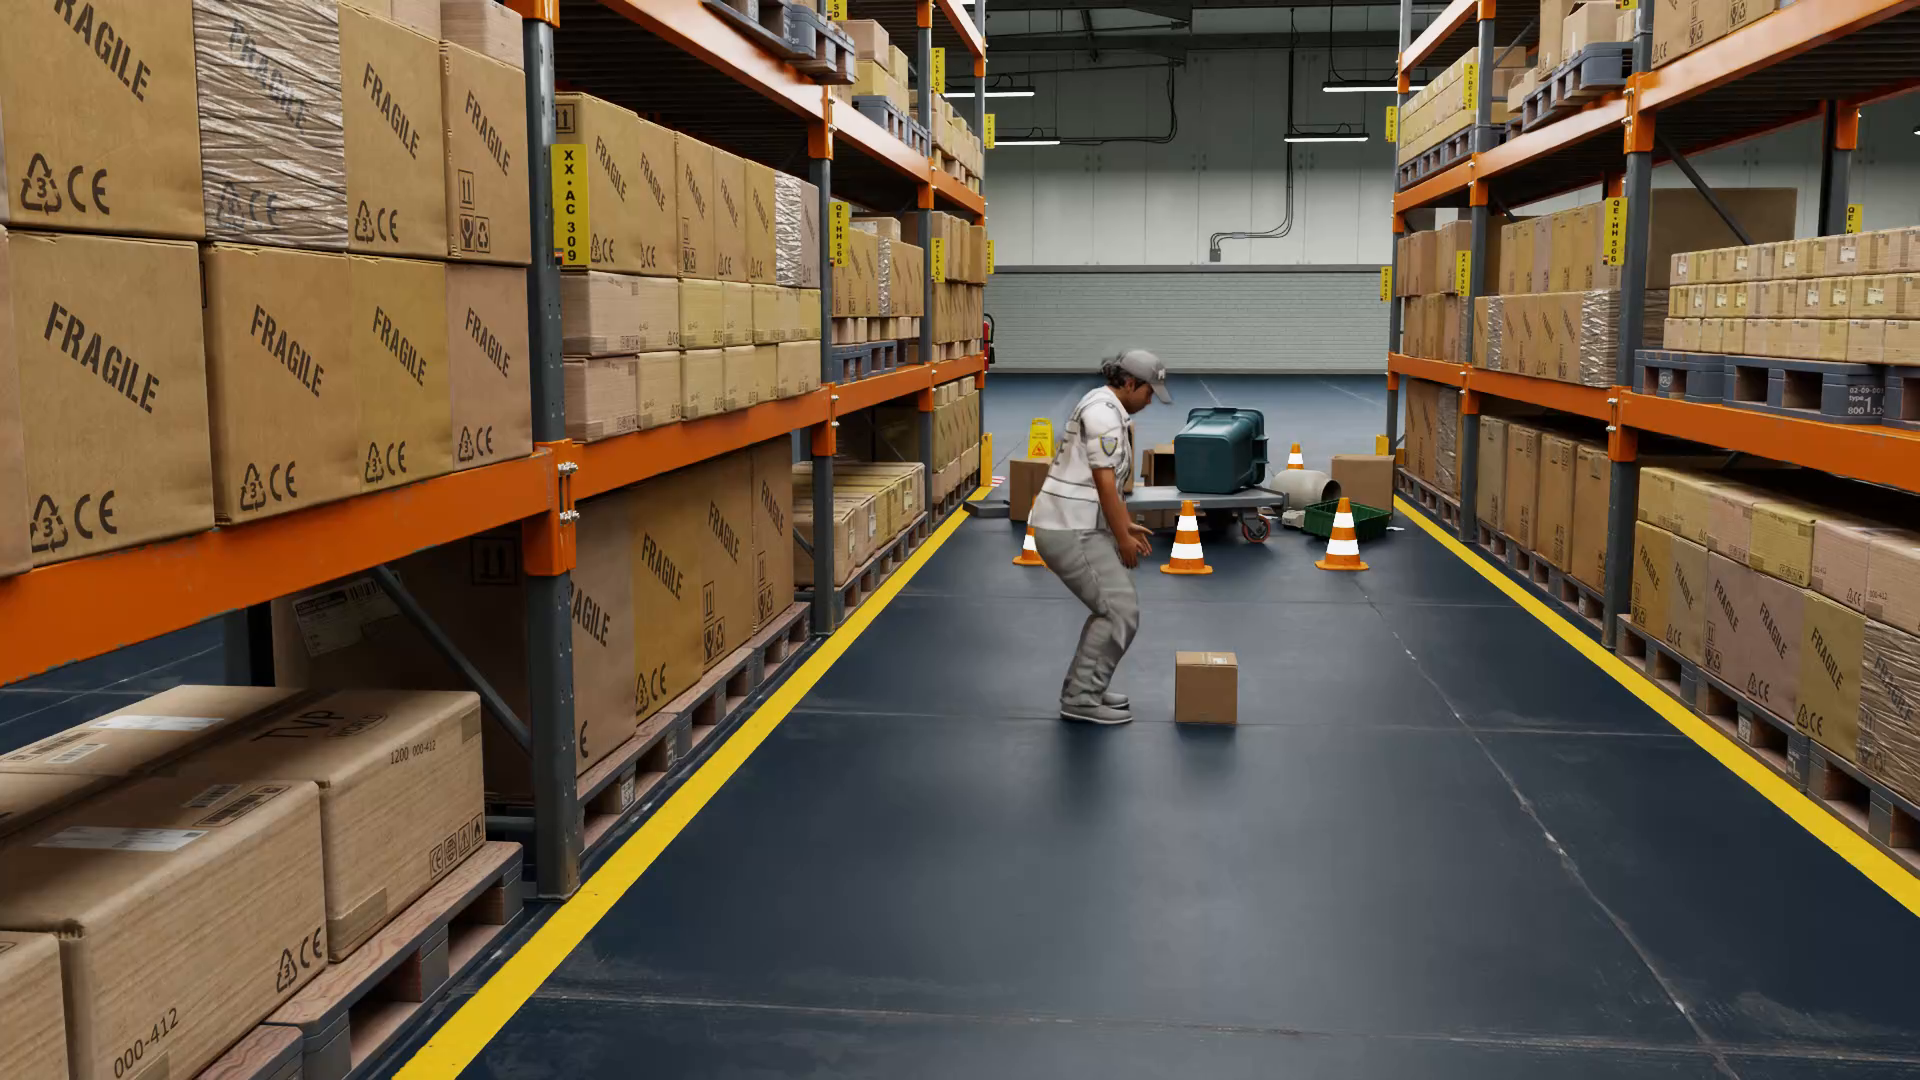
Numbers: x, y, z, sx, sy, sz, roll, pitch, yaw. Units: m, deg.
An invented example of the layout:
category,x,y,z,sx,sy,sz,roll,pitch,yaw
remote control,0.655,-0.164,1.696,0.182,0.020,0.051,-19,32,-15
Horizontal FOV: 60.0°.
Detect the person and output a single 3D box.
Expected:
category,x,y,z,sx,sy,sz,roll,pitch,yaw
person,0.587,-0.024,6.985,0.591,1.542,0.519,1,8,7
